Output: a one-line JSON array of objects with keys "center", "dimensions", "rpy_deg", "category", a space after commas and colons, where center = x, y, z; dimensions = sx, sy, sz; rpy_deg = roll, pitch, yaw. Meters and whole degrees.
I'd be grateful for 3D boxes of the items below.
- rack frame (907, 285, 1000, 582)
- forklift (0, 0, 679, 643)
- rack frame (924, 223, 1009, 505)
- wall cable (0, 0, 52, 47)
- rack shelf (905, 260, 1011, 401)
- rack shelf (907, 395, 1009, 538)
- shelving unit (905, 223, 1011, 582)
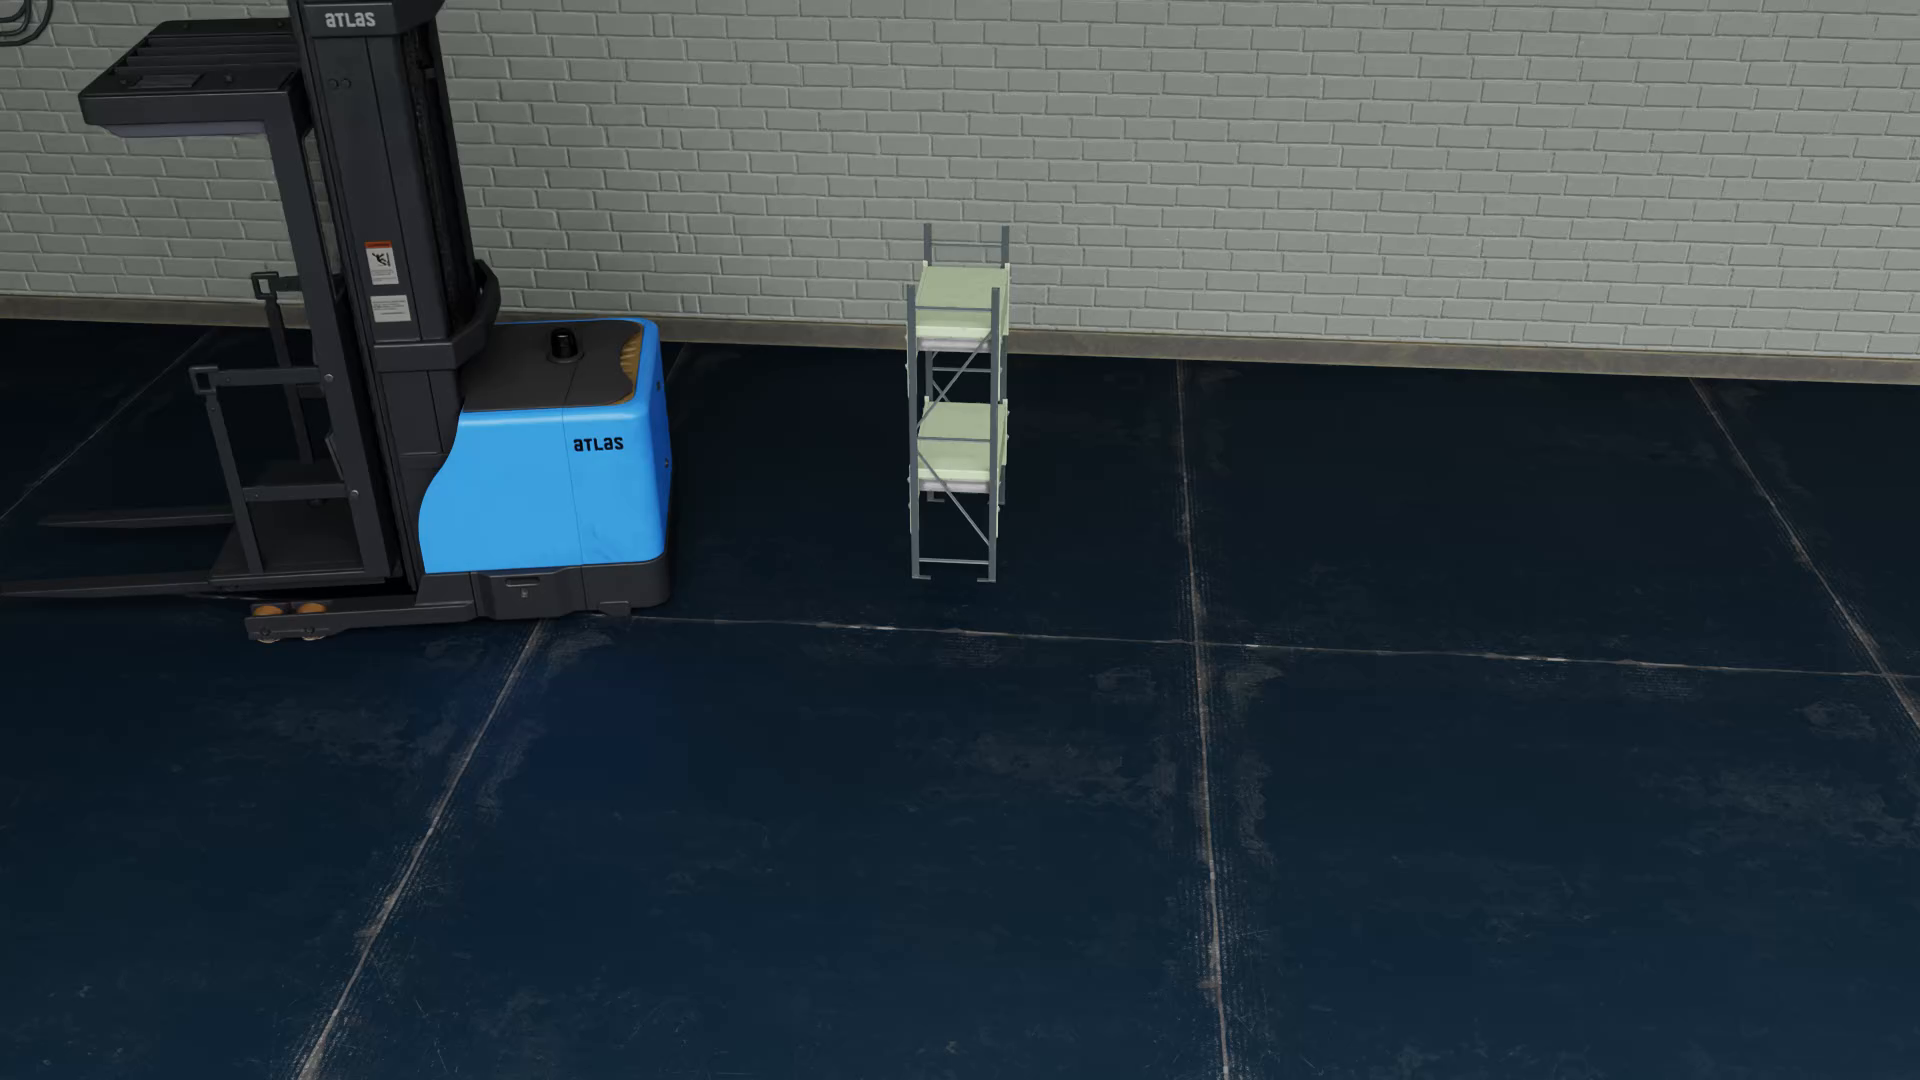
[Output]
[{"center": [-0.029, -0.451, 7.552], "dimensions": [0.400, 1.500, 0.023], "rpy_deg": [2, 32, 4], "category": "rack frame"}, {"center": [-2.887, -1.076, 7.203], "dimensions": [3.031, 2.935, 1.130], "rpy_deg": [-3, 32, -5], "category": "forklift"}, {"center": [0.030, -0.833, 8.173], "dimensions": [0.400, 1.500, 0.023], "rpy_deg": [2, 32, 4], "category": "rack frame"}, {"center": [-6.660, -3.926, 9.003], "dimensions": [3.097, 2.526, 0.112], "rpy_deg": [2, 32, 4], "category": "wall cable"}, {"center": [0.001, -0.974, 7.657], "dimensions": [0.431, 0.370, 0.720], "rpy_deg": [2, 32, 4], "category": "rack shelf"}, {"center": [0.001, -0.364, 8.033], "dimensions": [0.431, 0.370, 0.720], "rpy_deg": [2, 32, 4], "category": "rack shelf"}, {"center": [0.001, -0.642, 7.862], "dimensions": [0.431, 1.500, 0.755], "rpy_deg": [2, 32, 4], "category": "shelving unit"}]
